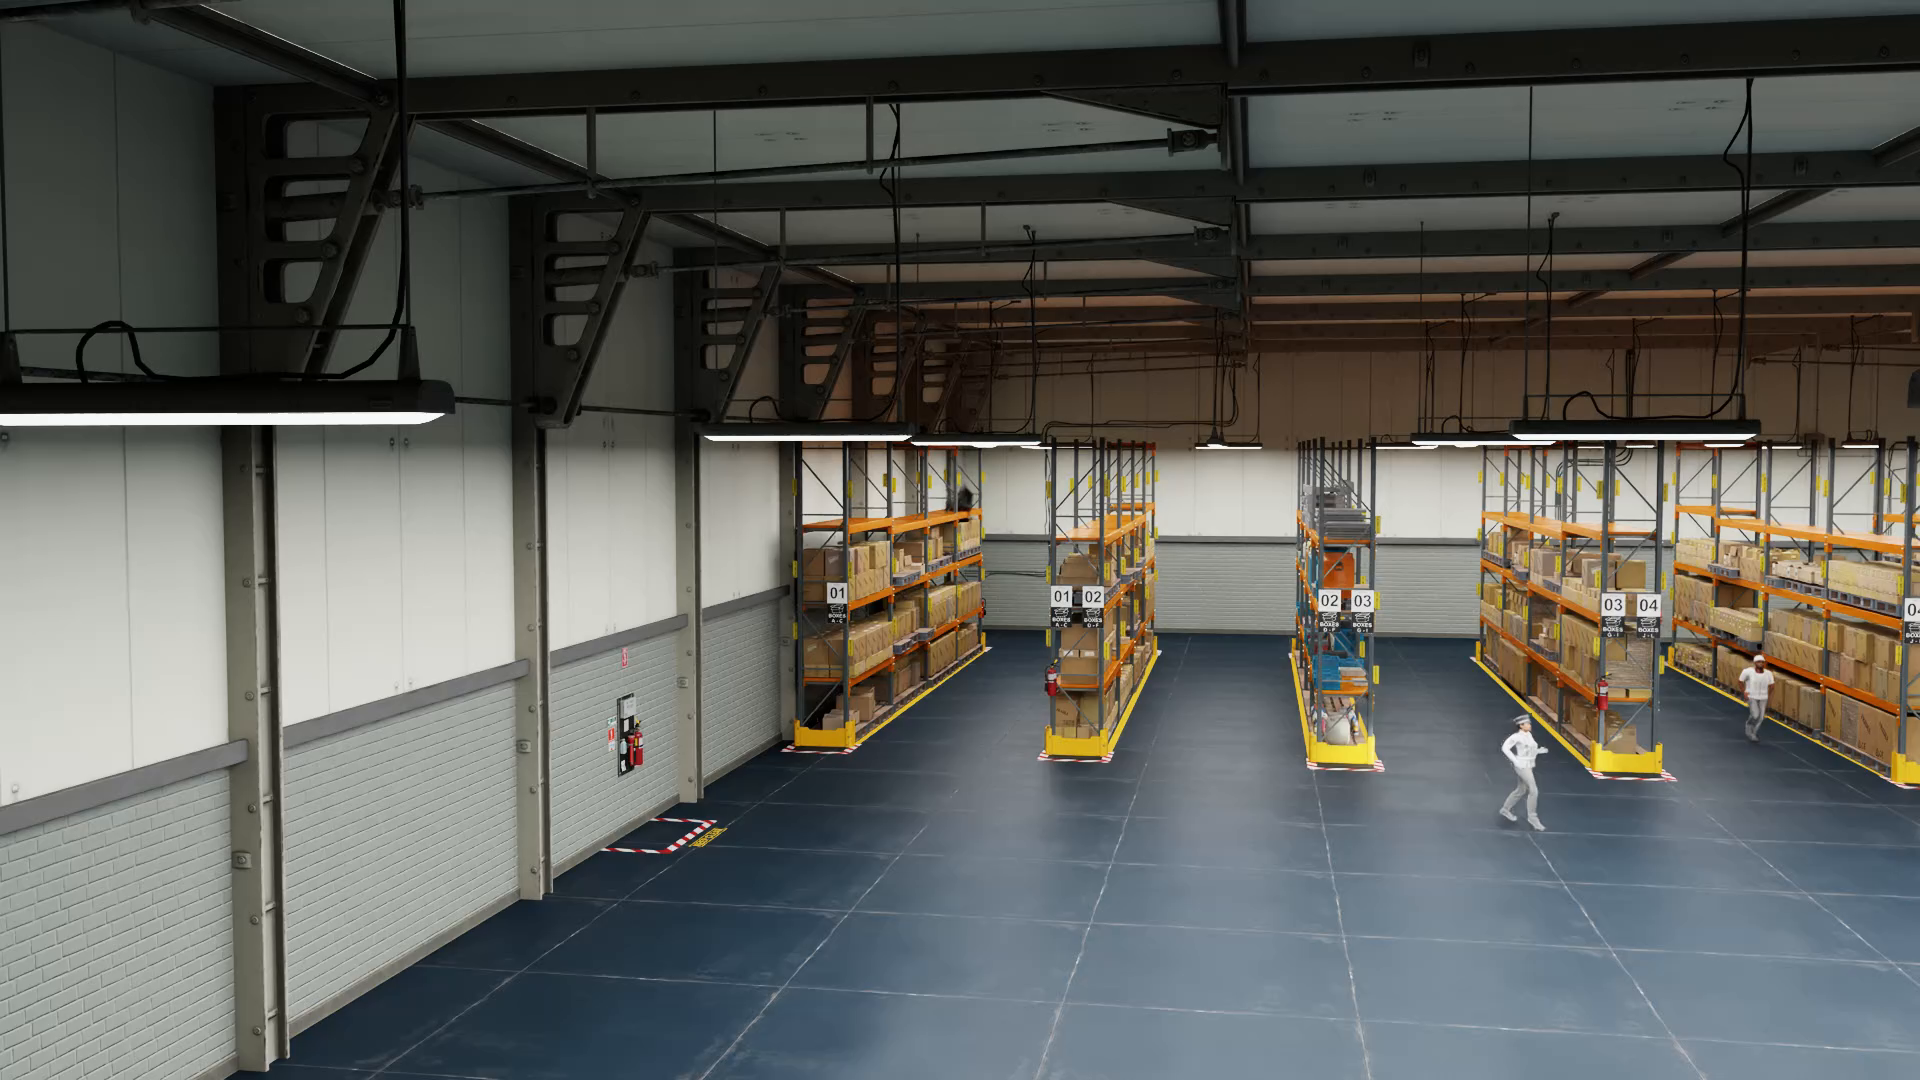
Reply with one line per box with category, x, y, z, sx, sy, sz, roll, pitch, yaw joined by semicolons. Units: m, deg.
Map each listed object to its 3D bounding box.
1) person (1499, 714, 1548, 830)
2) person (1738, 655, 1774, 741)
person;8.606;3.524;25.407;0.717;1.740;0.580;2;4;36
person;15.774;3.127;32.850;0.640;1.715;0.576;0;3;3
